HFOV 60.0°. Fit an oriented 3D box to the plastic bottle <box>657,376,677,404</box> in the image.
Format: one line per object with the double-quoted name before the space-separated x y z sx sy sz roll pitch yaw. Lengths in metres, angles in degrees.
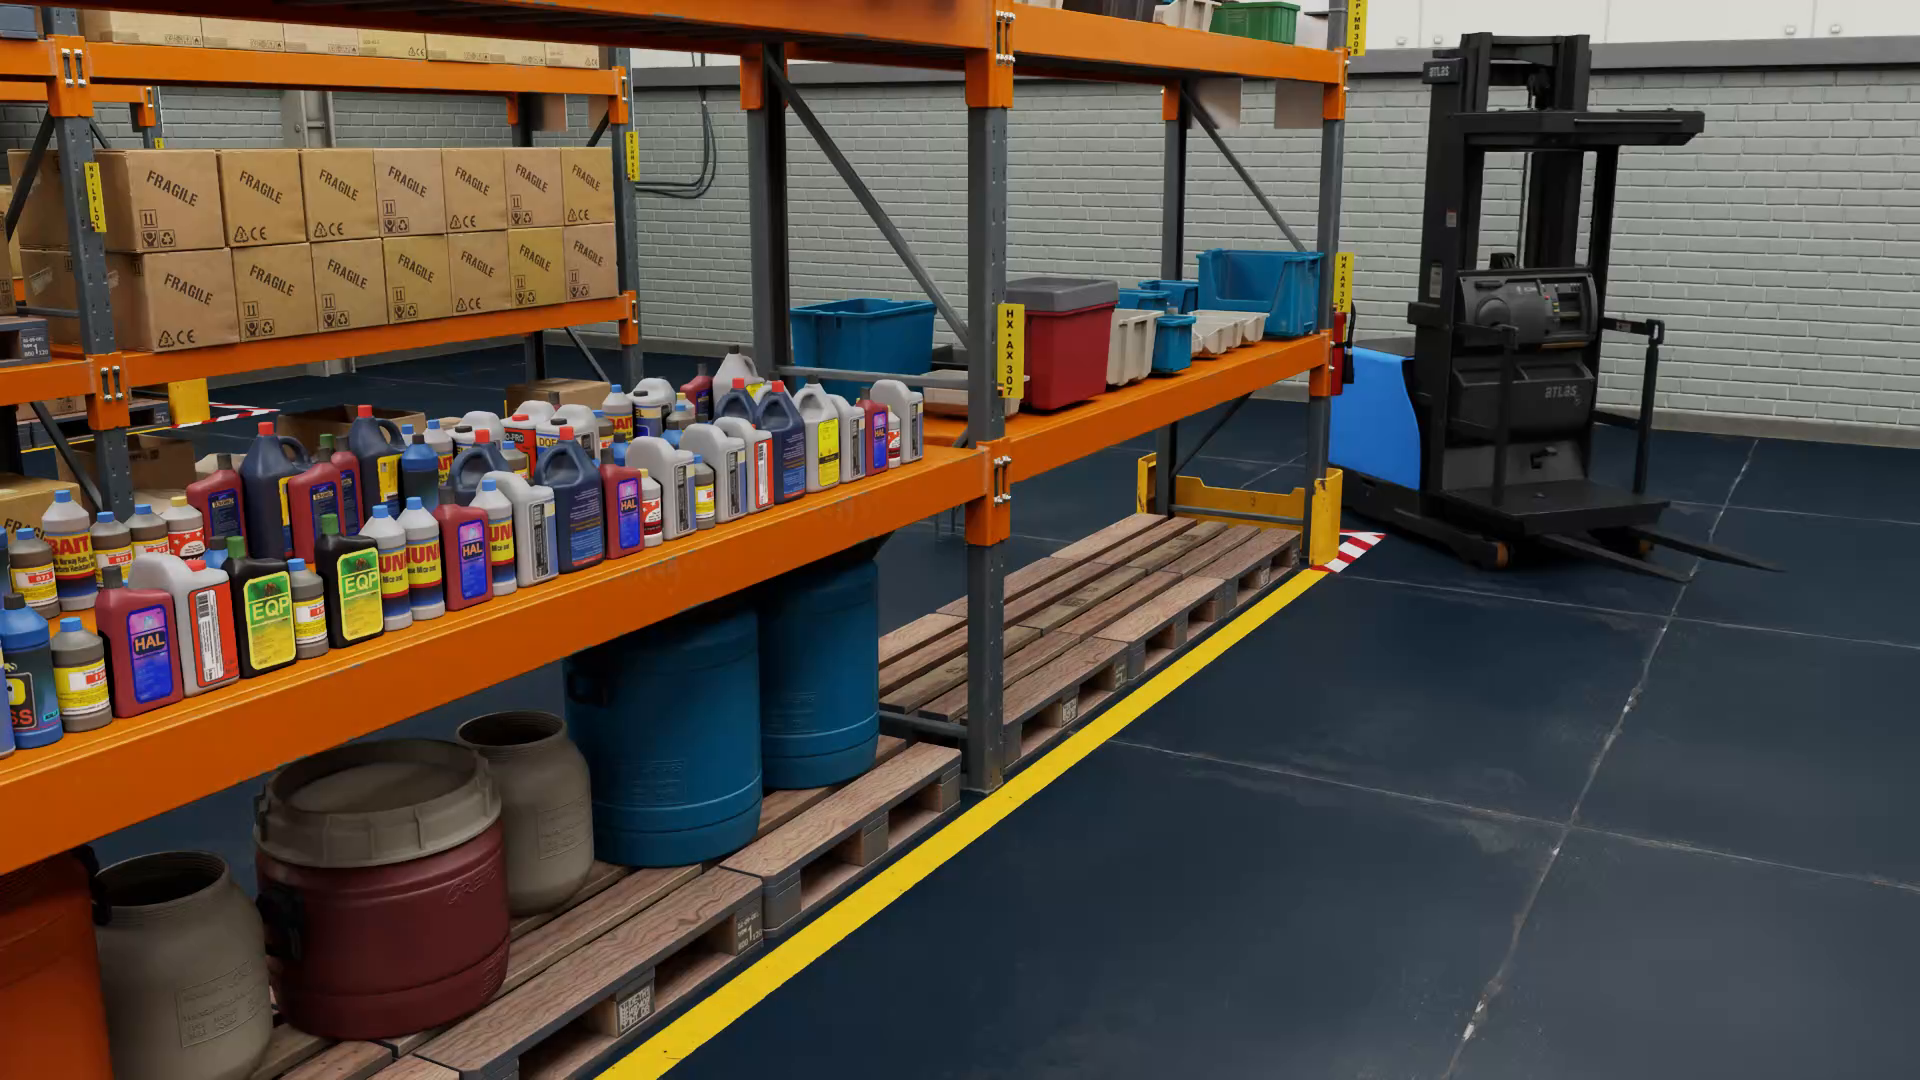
"plastic bottle" -1.008 -0.419 5.647 0.097 0.271 0.097 0 14 0

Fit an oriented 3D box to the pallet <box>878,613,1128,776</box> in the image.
"pallet" 0.016 0.619 7.018 1.003 0.211 1.213 7 15 28

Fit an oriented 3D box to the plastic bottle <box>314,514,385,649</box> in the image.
"plastic bottle" -1.307 0.079 3.555 0.061 0.283 0.133 7 15 28

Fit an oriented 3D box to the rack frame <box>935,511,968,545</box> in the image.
"rack frame" -0.045 -0.418 9.848 0.240 0.900 0.006 7 15 28

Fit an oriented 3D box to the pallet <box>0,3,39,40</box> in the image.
"pallet" -5.017 -2.385 7.526 1.213 0.211 1.003 7 15 28

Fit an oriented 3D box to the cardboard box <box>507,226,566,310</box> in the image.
"cardboard box" -2.932 -1.784 10.818 0.500 0.500 0.500 8 15 29

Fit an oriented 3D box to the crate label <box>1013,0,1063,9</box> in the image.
"crate label" 0.184 -1.980 6.007 0.293 0.136 0.466 7 15 28

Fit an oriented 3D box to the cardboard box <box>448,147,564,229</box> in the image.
"cardboard box" -2.924 -2.273 10.715 0.500 0.500 0.500 8 16 30

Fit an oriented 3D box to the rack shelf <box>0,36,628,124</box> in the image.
"rack shelf" -3.673 -2.663 9.813 1.077 0.370 4.000 7 15 28

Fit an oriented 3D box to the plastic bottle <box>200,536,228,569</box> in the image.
"plastic bottle" -1.497 0.127 3.382 0.097 0.271 0.097 0 14 0

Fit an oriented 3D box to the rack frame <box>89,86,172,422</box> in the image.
"rack frame" -7.044 -2.525 14.107 1.000 3.000 0.127 7 15 28

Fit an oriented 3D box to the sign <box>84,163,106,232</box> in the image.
"sign" -4.152 -1.645 7.984 0.100 0.325 0.005 7 15 28

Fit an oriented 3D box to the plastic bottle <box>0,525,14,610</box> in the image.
"plastic bottle" -2.140 0.061 3.654 0.097 0.271 0.097 0 14 0

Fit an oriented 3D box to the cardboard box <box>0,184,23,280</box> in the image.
"cardboard box" -7.624 -2.414 13.008 0.980 0.700 0.700 7 15 28

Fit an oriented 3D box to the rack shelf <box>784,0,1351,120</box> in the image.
"rack shelf" 0.661 -2.101 7.482 1.077 0.370 4.000 7 15 28

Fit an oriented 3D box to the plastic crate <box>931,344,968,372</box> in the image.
"plastic crate" 0.000 -0.737 7.151 0.437 0.125 0.590 7 15 28

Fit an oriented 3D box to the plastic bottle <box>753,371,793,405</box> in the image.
"plastic bottle" -0.590 -0.349 5.184 0.144 0.351 0.185 7 15 28

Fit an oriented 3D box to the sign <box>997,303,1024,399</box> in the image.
"sign" 0.175 -0.654 5.754 0.100 0.325 0.005 7 15 28

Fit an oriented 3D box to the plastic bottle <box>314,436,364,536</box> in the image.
"plastic bottle" -1.657 -0.129 4.416 0.061 0.283 0.133 7 15 28

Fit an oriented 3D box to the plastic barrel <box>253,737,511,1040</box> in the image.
"plastic barrel" -1.472 0.873 4.262 0.600 0.588 0.708 7 15 28

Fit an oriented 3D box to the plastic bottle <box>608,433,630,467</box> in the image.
"plastic bottle" -0.929 -0.158 4.565 0.097 0.271 0.097 0 14 0

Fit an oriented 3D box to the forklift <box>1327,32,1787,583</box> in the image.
"forklift" 3.366 -1.361 9.426 1.130 2.935 3.031 -5 14 -20

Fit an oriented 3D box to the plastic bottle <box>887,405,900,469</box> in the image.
"plastic bottle" -0.245 -0.341 5.471 0.097 0.201 0.097 0 14 0

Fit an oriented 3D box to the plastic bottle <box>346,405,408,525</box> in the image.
"plastic bottle" -1.597 -0.196 4.553 0.144 0.351 0.185 7 15 28

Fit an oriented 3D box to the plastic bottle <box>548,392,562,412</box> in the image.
"plastic bottle" -1.286 -0.316 5.193 0.061 0.283 0.133 7 15 28

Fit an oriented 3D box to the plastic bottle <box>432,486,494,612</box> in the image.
"plastic bottle" -1.149 0.011 3.835 0.061 0.283 0.133 7 15 28

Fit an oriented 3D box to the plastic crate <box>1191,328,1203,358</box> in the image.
"plastic crate" 1.000 -0.935 7.947 0.298 0.136 0.250 7 15 28

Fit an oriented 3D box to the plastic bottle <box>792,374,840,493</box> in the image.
"plastic bottle" -0.463 -0.332 5.117 0.144 0.351 0.185 7 15 28

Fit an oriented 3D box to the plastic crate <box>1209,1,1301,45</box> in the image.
"plastic crate" 1.401 -2.523 8.151 0.450 0.188 0.336 7 15 28

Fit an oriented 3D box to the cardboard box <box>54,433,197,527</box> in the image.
"cardboard box" -4.613 -0.292 9.237 0.500 0.500 0.500 7 15 28

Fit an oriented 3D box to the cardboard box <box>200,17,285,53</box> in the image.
"cardboard box" -3.943 -2.703 8.765 0.500 0.250 0.500 7 15 28

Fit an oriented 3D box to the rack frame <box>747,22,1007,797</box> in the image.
"rack frame" -0.306 -0.582 6.047 1.000 3.000 0.127 7 15 28

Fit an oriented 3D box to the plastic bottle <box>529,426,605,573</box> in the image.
"plastic bottle" -0.996 -0.106 4.179 0.144 0.351 0.185 7 15 28

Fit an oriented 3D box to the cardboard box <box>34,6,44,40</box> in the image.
"cardboard box" -4.638 -2.659 8.583 0.500 0.250 0.500 7 15 28

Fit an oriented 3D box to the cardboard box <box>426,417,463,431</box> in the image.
"cardboard box" -3.459 -0.660 11.298 0.500 0.250 0.500 7 15 28

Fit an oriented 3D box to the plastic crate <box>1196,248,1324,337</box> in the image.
"plastic crate" 1.630 -1.359 9.067 0.616 0.435 0.499 7 15 28

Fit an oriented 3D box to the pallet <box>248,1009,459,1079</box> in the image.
"pallet" -1.895 1.428 3.660 1.003 0.211 1.213 7 15 28

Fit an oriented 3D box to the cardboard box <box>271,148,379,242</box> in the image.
"cardboard box" -3.668 -1.955 9.394 0.500 0.500 0.500 7 15 26

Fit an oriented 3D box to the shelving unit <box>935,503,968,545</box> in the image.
"shelving unit" 0.004 -0.439 9.935 0.258 0.900 0.210 7 15 28

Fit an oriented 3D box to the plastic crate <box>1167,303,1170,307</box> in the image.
"plastic crate" 0.993 -1.234 9.185 0.250 0.136 0.298 7 15 28

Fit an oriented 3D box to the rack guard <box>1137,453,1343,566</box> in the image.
"rack guard" 1.628 -0.194 9.770 1.175 0.500 0.348 7 15 28

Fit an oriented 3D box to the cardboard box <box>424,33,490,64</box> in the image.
"cardboard box" -3.205 -3.009 10.035 0.500 0.250 0.500 7 15 28

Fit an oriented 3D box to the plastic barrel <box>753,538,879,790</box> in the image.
"plastic barrel" -0.583 0.344 5.789 0.600 0.901 0.708 7 15 28

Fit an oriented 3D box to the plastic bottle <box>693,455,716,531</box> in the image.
"plastic bottle" -0.731 -0.135 4.617 0.097 0.201 0.097 0 14 0

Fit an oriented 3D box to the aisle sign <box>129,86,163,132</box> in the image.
"aisle sign" -6.747 -3.770 13.722 0.394 0.787 0.004 7 15 28

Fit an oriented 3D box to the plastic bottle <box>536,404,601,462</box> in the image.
"plastic bottle" -1.177 -0.263 4.987 0.152 0.276 0.135 7 15 28

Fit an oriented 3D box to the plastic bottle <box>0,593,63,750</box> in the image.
"plastic bottle" -1.667 0.229 2.960 0.097 0.271 0.097 0 14 0

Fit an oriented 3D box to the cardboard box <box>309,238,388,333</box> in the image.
"cardboard box" -3.666 -1.474 9.534 0.500 0.500 0.500 7 15 28

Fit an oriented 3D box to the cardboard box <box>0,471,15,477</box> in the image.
"cardboard box" -5.087 -0.071 8.322 0.500 0.500 0.500 7 15 26

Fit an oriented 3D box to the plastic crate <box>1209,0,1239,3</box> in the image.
"plastic crate" 1.198 -2.750 8.918 0.497 0.269 0.590 7 15 28

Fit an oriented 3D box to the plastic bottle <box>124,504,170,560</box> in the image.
"plastic bottle" -1.951 0.015 3.994 0.097 0.201 0.097 0 14 0

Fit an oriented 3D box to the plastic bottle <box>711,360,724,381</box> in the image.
"plastic bottle" -0.856 -0.498 5.949 0.061 0.283 0.133 7 15 28

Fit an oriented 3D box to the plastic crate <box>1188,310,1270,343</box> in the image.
"plastic crate" 1.392 -1.116 8.696 0.396 0.136 0.243 7 15 28

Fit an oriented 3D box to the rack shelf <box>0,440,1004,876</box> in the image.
"rack shelf" -1.272 0.178 4.429 1.077 0.370 4.000 7 15 28

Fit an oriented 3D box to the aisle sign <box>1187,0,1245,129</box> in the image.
"aisle sign" 1.403 -2.715 9.347 0.394 0.787 0.004 7 15 28

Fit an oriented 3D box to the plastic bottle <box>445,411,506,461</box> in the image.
"plastic bottle" -1.423 -0.232 4.861 0.152 0.276 0.135 7 15 28

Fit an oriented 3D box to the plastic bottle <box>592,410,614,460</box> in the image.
"plastic bottle" -1.167 -0.318 5.375 0.097 0.201 0.097 0 14 0

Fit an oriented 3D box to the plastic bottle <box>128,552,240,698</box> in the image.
"plastic bottle" -1.523 0.152 3.267 0.152 0.276 0.135 7 15 28
